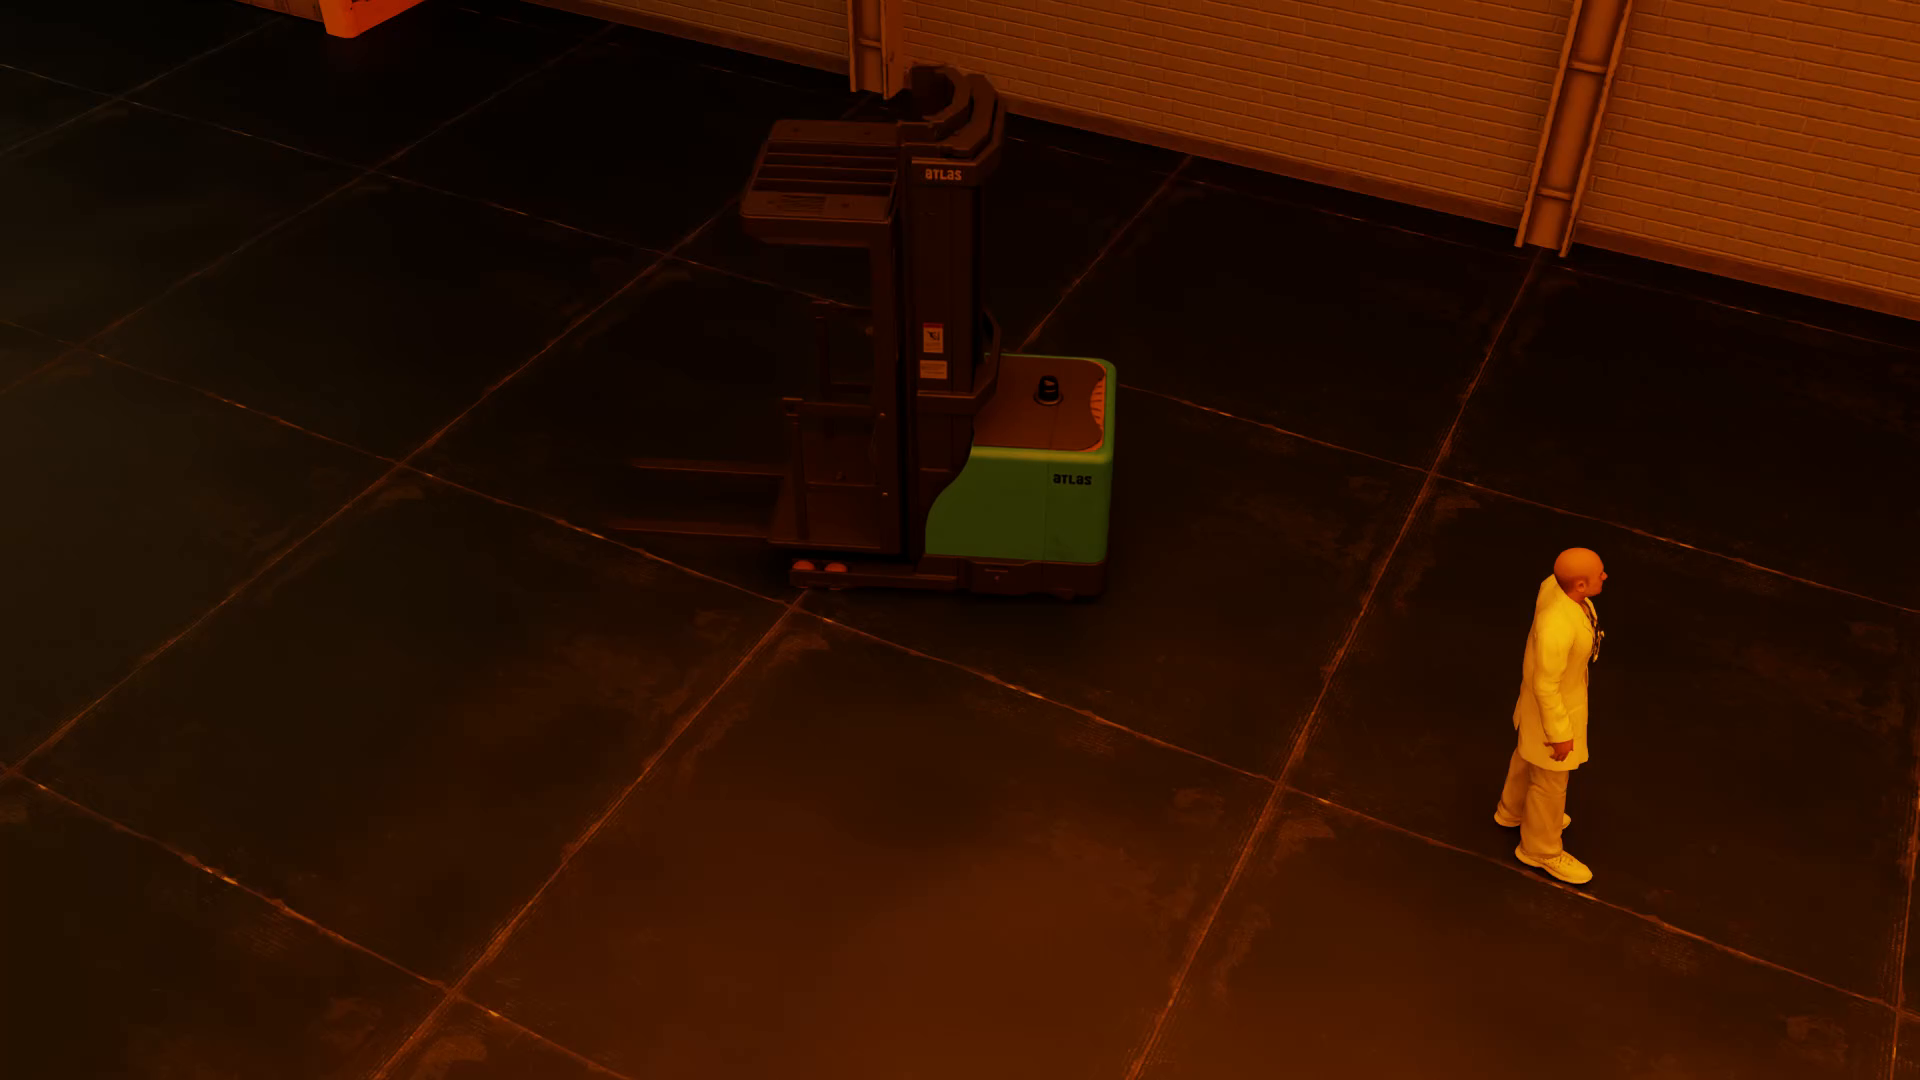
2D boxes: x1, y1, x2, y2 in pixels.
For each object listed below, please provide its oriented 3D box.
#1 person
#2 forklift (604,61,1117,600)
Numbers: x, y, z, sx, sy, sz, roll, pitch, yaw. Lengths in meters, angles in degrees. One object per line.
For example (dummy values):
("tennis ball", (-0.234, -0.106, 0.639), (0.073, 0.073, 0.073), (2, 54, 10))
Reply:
("person", (2.927, 0.789, 7.934), (0.578, 1.779, 0.698), (11, 41, 13))
("forklift", (-0.606, -1.157, 9.360), (3.031, 2.935, 1.130), (3, 40, 4))
